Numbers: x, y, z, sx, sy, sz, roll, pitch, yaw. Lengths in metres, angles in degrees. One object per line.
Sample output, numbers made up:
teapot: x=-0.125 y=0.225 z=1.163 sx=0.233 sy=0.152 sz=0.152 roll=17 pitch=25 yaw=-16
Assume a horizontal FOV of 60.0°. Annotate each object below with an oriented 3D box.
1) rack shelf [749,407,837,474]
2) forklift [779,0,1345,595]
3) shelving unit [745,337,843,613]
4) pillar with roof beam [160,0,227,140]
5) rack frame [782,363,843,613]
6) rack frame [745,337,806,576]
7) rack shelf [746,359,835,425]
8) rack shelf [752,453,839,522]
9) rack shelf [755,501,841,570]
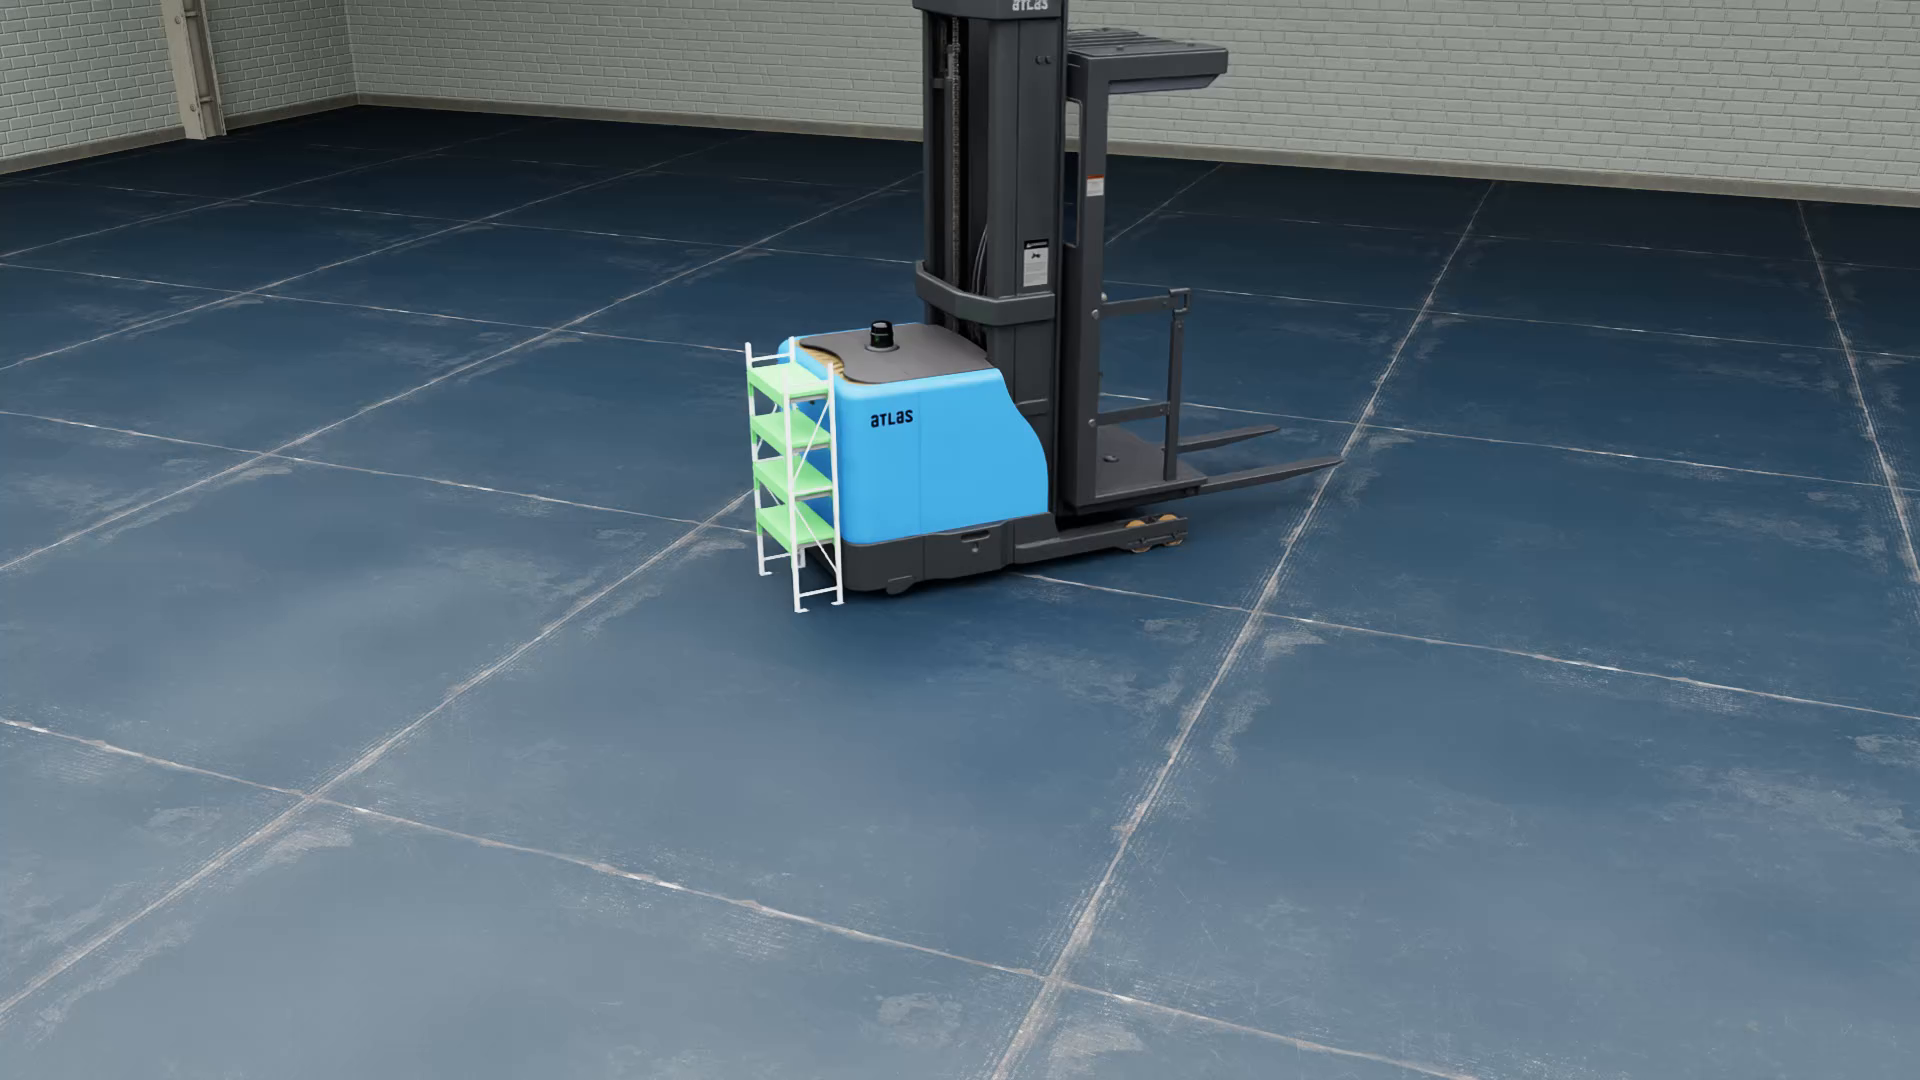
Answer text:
rack shelf: x=-0.792 y=-0.475 z=7.870 sx=0.258 sy=0.148 sz=0.480 roll=-11 pitch=25 yaw=-24
forklift: x=0.628 y=-1.457 z=8.436 sx=3.031 sy=2.935 sz=1.130 roll=-10 pitch=25 yaw=-23
shelving unit: x=-0.790 y=-0.313 z=7.938 sx=0.258 sy=1.200 sz=0.503 roll=-11 pitch=25 yaw=-24
pillar with roof beam: x=-5.477 y=-8.606 z=17.678 sx=9.100 sy=9.000 sz=0.400 roll=9 pitch=24 yaw=20
rack frame: x=-0.682 y=-0.229 z=7.736 sx=0.240 sy=1.200 sz=0.015 roll=-11 pitch=25 yaw=-24
rack frame: x=-0.898 y=-0.397 z=8.140 sx=0.240 sy=1.200 sz=0.015 roll=-11 pitch=25 yaw=-24
rack shelf: x=-0.794 y=-0.696 z=7.776 sx=0.258 sy=0.148 sz=0.480 roll=-11 pitch=25 yaw=-24
rack shelf: x=-0.789 y=-0.254 z=7.963 sx=0.258 sy=0.148 sz=0.480 roll=-11 pitch=25 yaw=-24
rack shelf: x=-0.787 y=-0.033 z=8.057 sx=0.258 sy=0.148 sz=0.480 roll=-11 pitch=25 yaw=-24
